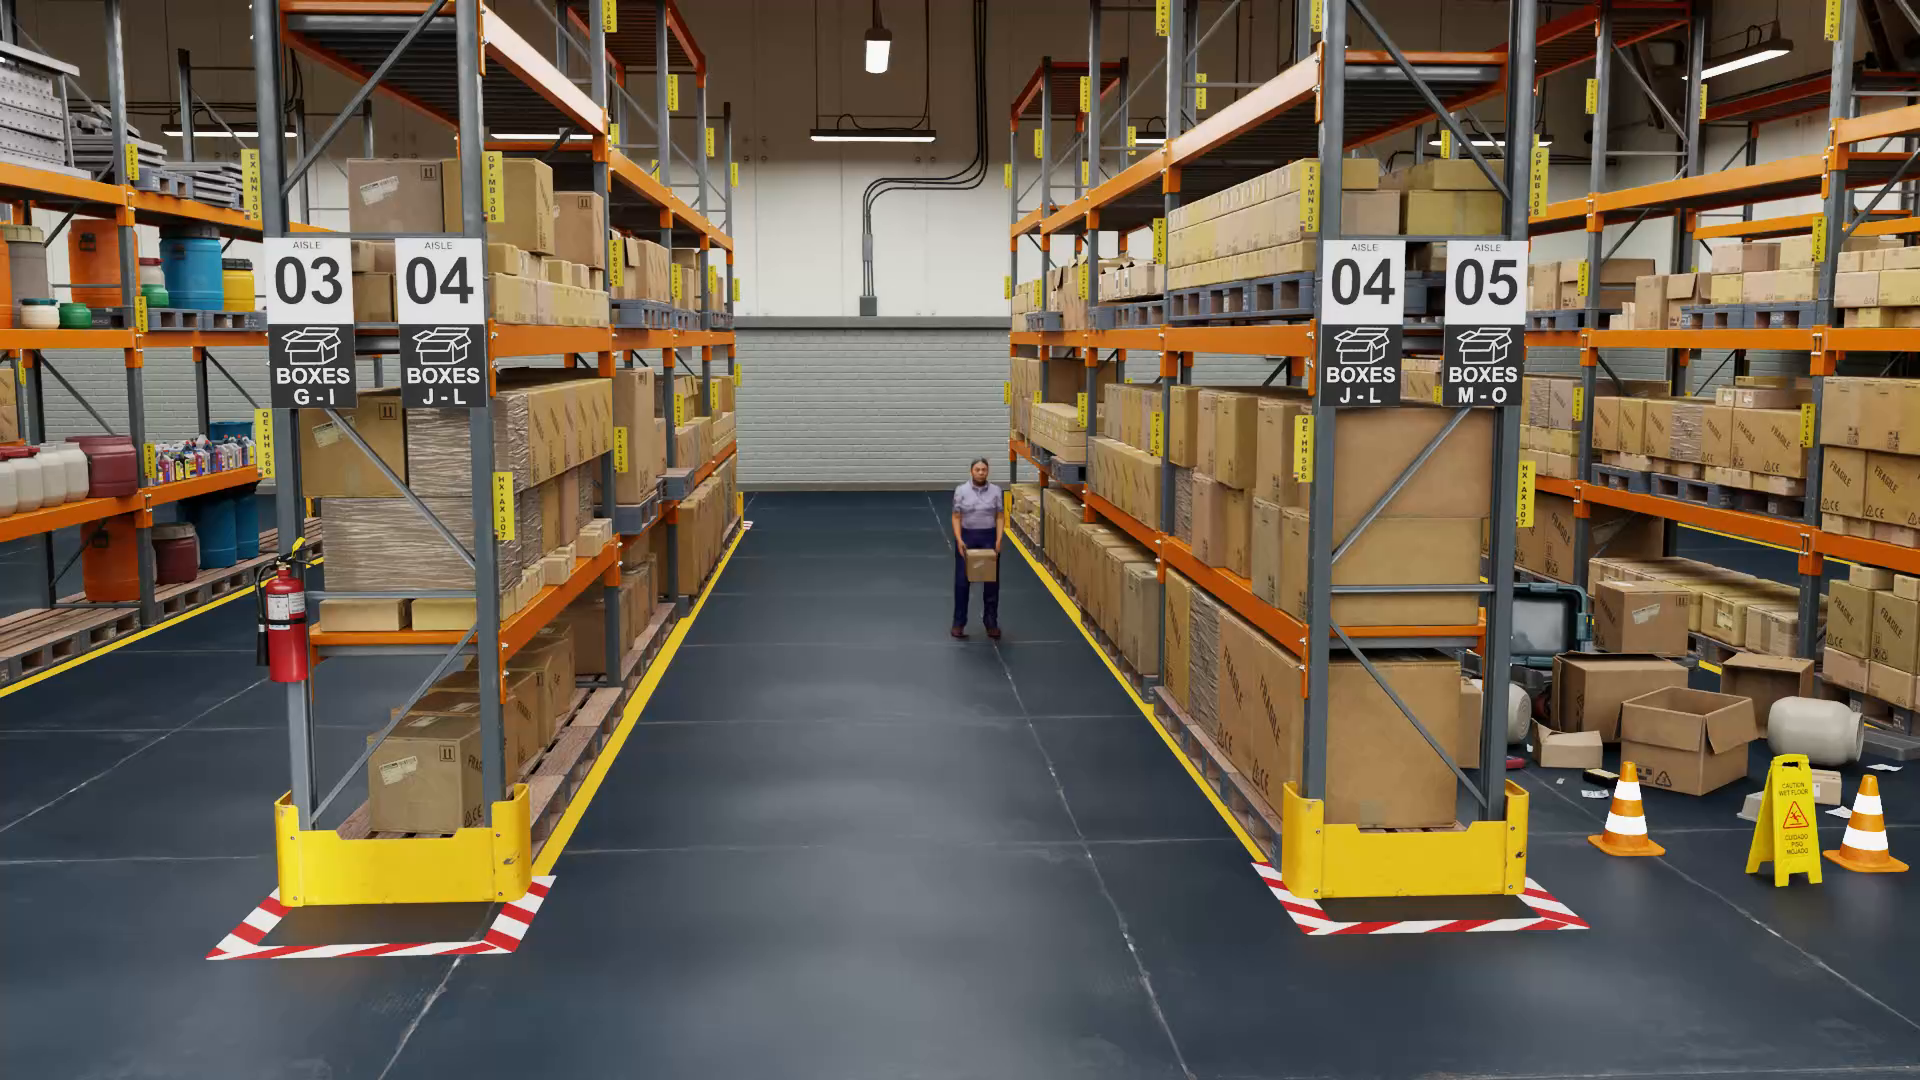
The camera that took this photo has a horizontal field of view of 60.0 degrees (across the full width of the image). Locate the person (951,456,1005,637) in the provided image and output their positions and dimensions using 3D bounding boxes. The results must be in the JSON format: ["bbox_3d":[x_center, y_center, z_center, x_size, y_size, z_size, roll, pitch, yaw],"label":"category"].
[{"bbox_3d":[0.160,0.053,15.329,0.512,1.656,0.384,-1,7,-5],"label":"person"}]
